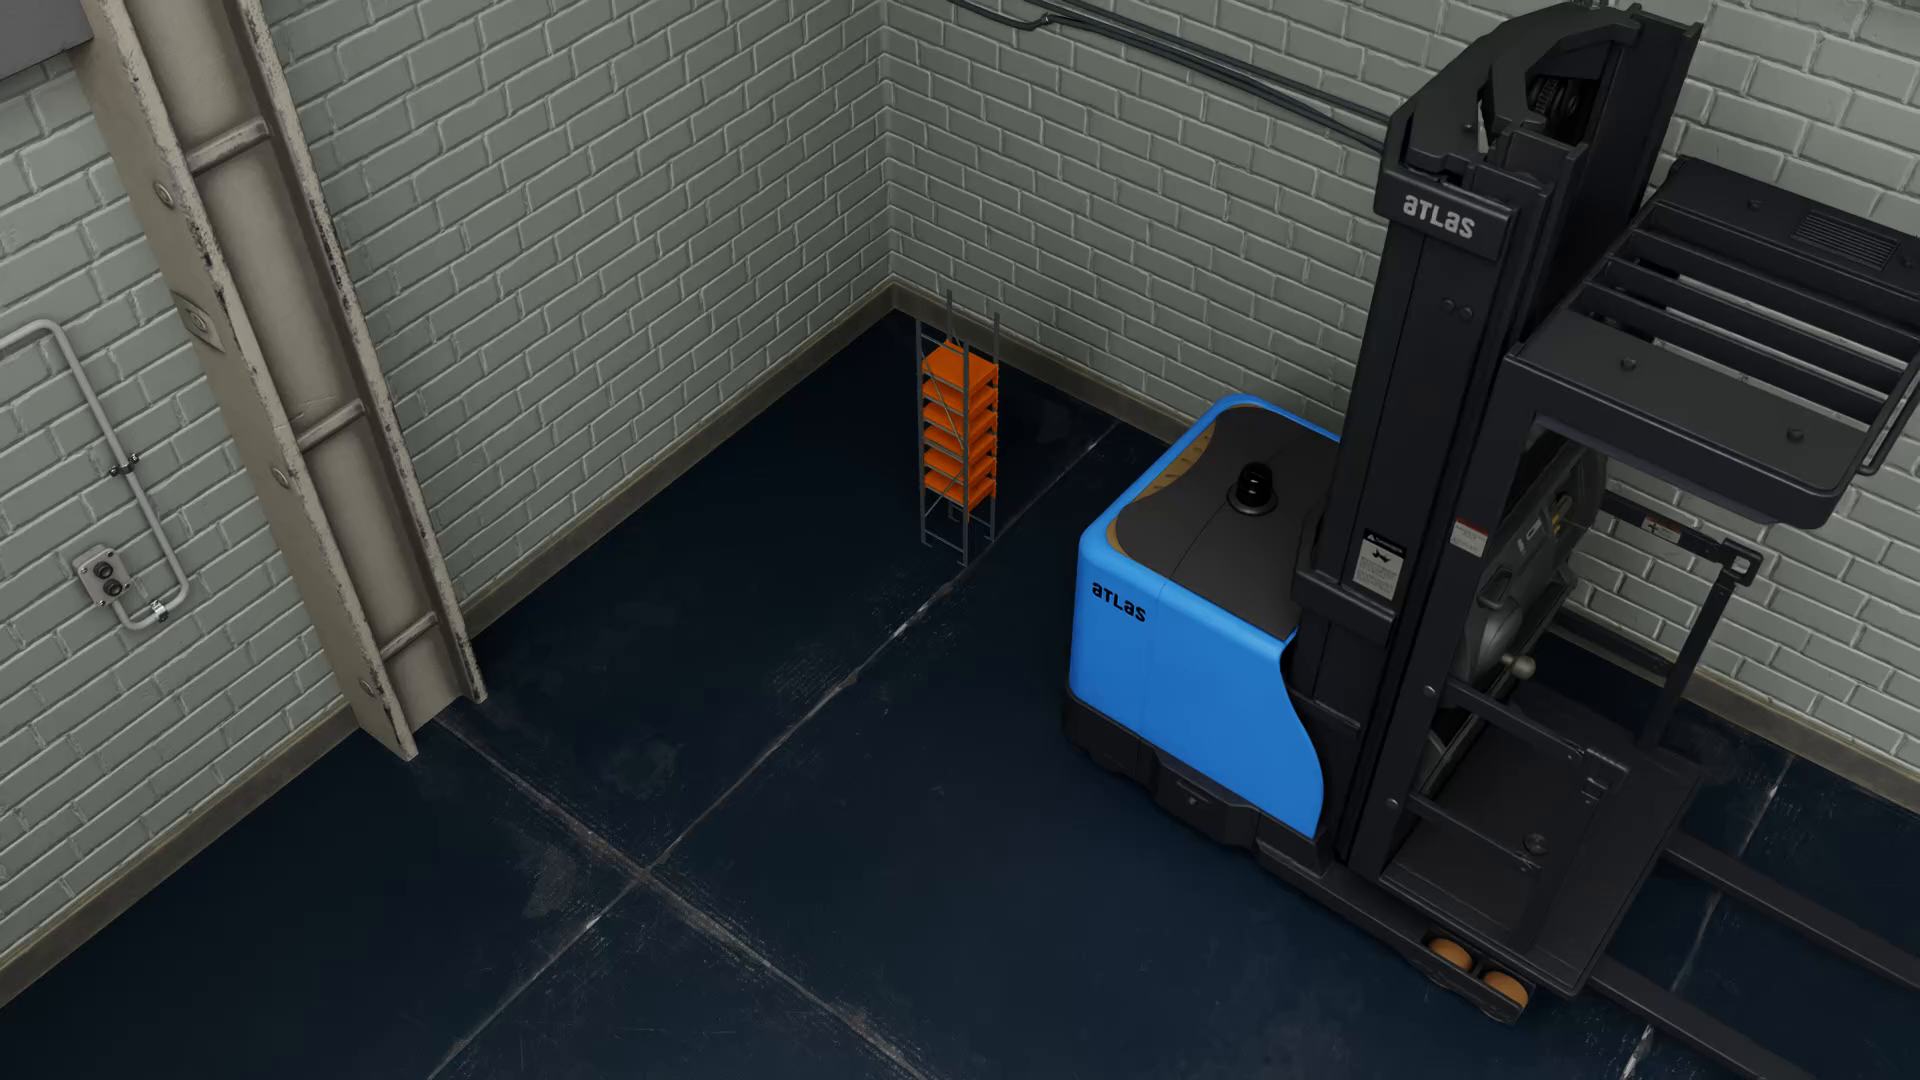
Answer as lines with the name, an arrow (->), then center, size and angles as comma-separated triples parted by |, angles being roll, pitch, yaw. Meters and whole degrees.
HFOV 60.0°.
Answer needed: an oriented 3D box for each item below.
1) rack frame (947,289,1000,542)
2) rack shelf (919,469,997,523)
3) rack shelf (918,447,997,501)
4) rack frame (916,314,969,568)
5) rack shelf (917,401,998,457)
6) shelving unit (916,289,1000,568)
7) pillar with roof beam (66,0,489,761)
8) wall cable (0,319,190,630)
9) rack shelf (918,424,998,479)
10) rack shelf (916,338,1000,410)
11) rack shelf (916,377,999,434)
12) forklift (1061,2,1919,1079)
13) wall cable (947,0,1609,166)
rack frame -> 0.047, -0.459, 6.523 | 0.240, 1.200, 0.006 | 29, 53, 25
rack shelf -> -0.009, -0.210, 6.679 | 0.258, 0.103, 0.180 | 29, 53, 25
rack shelf -> -0.009, -0.293, 6.592 | 0.258, 0.103, 0.180 | 29, 53, 25
rack frame -> -0.065, -0.354, 6.423 | 0.240, 1.200, 0.006 | 29, 53, 25
rack shelf -> -0.009, -0.458, 6.418 | 0.258, 0.103, 0.180 | 29, 53, 25
shelving unit -> -0.009, -0.406, 6.473 | 0.258, 1.200, 0.189 | 29, 53, 25
pillar with roof beam -> 1.368, -0.567, 1.233 | 9.100, 9.000, 0.400 | 29, 53, 25
wall cable -> -2.970, 0.028, 4.111 | 0.084, 1.984, 1.851 | 29, 53, 25
rack shelf -> -0.009, -0.375, 6.505 | 0.258, 0.103, 0.180 | 29, 53, 25
rack shelf -> -0.009, -0.624, 6.245 | 0.258, 0.103, 0.180 | 29, 53, 25
rack shelf -> -0.009, -0.541, 6.332 | 0.258, 0.103, 0.180 | 29, 53, 25
forklift -> 1.845, 0.114, 4.779 | 3.031, 2.935, 1.130 | 30, 53, 25
wall cable -> 0.736, -2.549, 5.273 | 3.097, 2.526, 0.112 | 29, 53, 25
